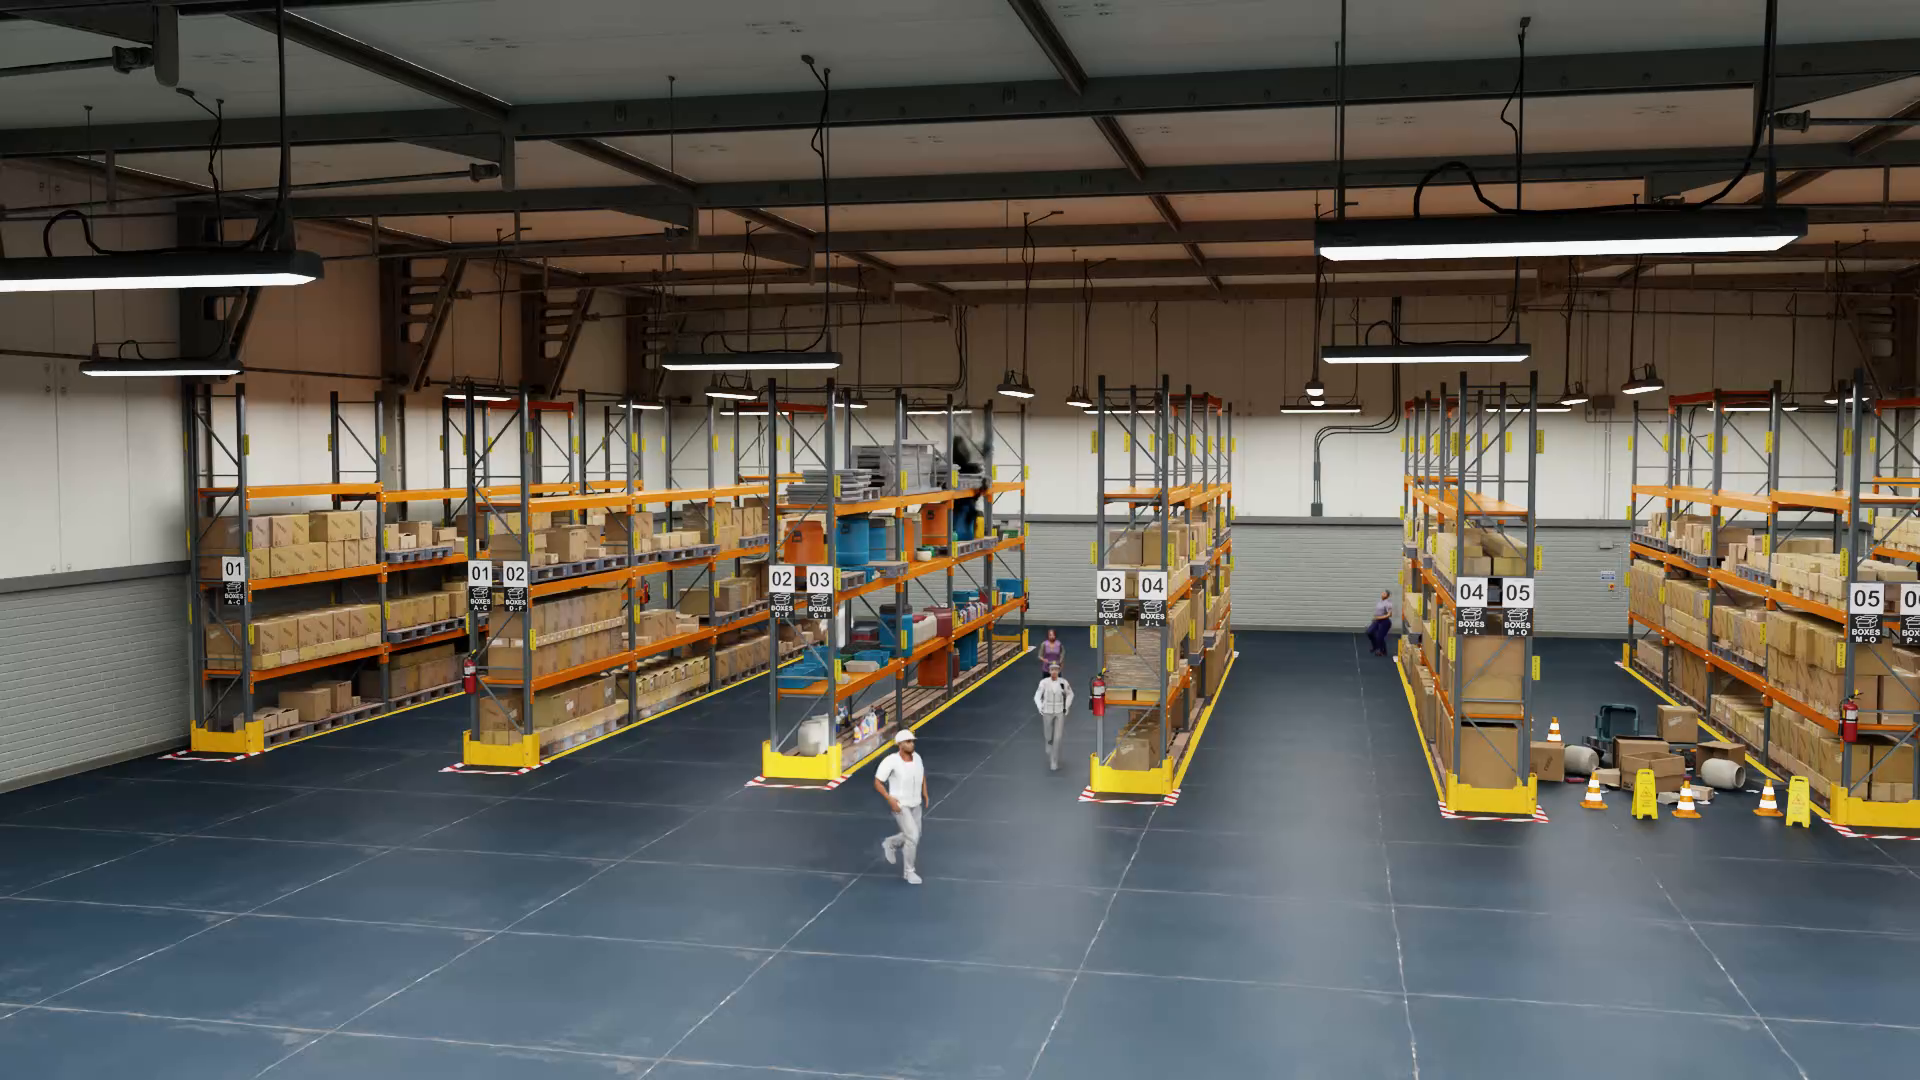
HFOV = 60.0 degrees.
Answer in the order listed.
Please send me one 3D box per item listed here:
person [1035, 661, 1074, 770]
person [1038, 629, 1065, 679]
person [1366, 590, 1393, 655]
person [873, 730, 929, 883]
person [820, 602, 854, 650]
[{"bbox_3d":[1.472,2.703,25.942,0.619,1.671,0.721,0,3,2],"label":"person"},{"bbox_3d":[1.690,2.436,30.861,0.509,1.616,0.842,0,3,2],"label":"person"},{"bbox_3d":[9.936,1.956,39.273,0.600,1.581,0.599,-2,4,-27],"label":"person"},{"bbox_3d":[-0.680,3.044,19.215,0.739,1.737,0.719,3,5,44],"label":"person"},{"bbox_3d":[-2.621,2.105,35.422,0.721,1.749,0.887,0,3,1],"label":"person"}]
